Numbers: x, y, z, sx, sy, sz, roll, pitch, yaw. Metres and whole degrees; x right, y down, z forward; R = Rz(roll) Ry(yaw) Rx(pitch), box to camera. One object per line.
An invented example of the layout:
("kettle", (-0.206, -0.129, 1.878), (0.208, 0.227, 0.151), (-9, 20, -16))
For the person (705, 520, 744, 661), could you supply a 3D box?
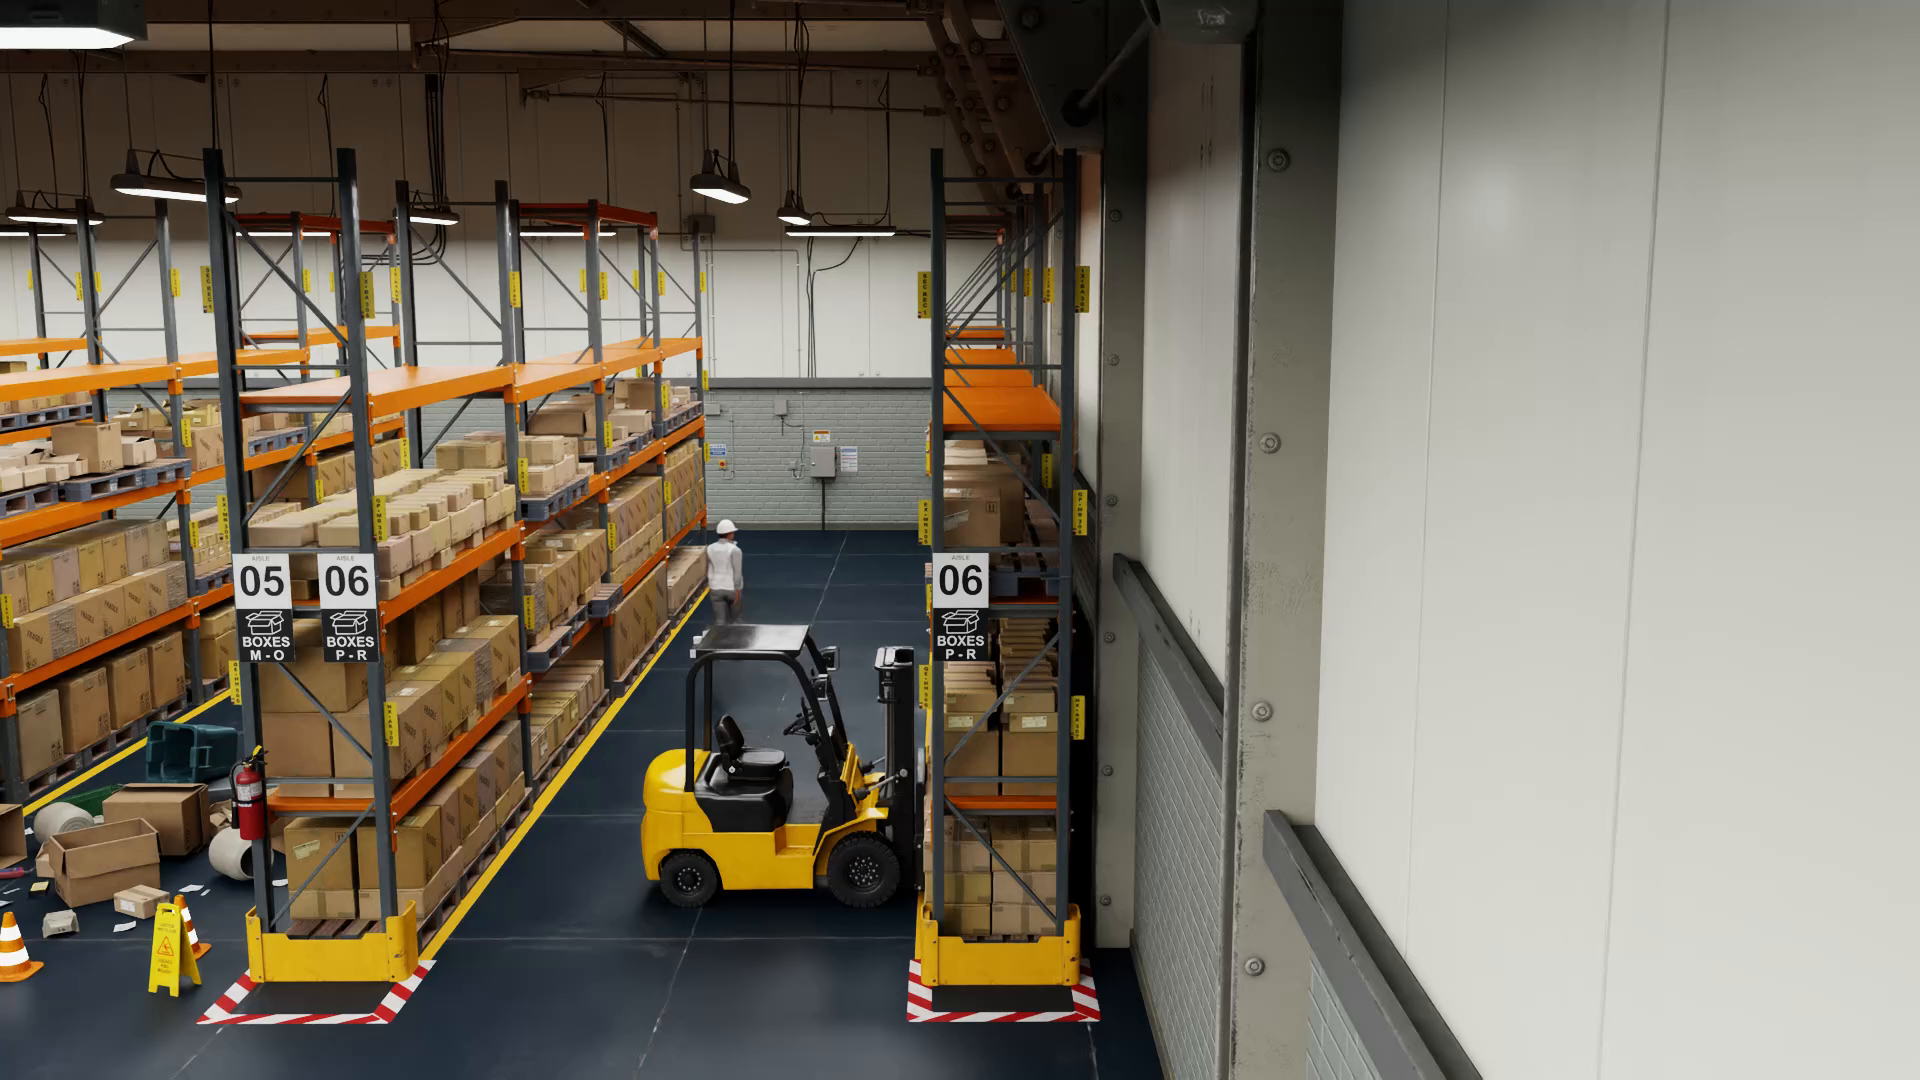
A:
("person", (-2.979, 0.657, 21.053), (0.486, 1.842, 0.673), (-1, 9, -4))
